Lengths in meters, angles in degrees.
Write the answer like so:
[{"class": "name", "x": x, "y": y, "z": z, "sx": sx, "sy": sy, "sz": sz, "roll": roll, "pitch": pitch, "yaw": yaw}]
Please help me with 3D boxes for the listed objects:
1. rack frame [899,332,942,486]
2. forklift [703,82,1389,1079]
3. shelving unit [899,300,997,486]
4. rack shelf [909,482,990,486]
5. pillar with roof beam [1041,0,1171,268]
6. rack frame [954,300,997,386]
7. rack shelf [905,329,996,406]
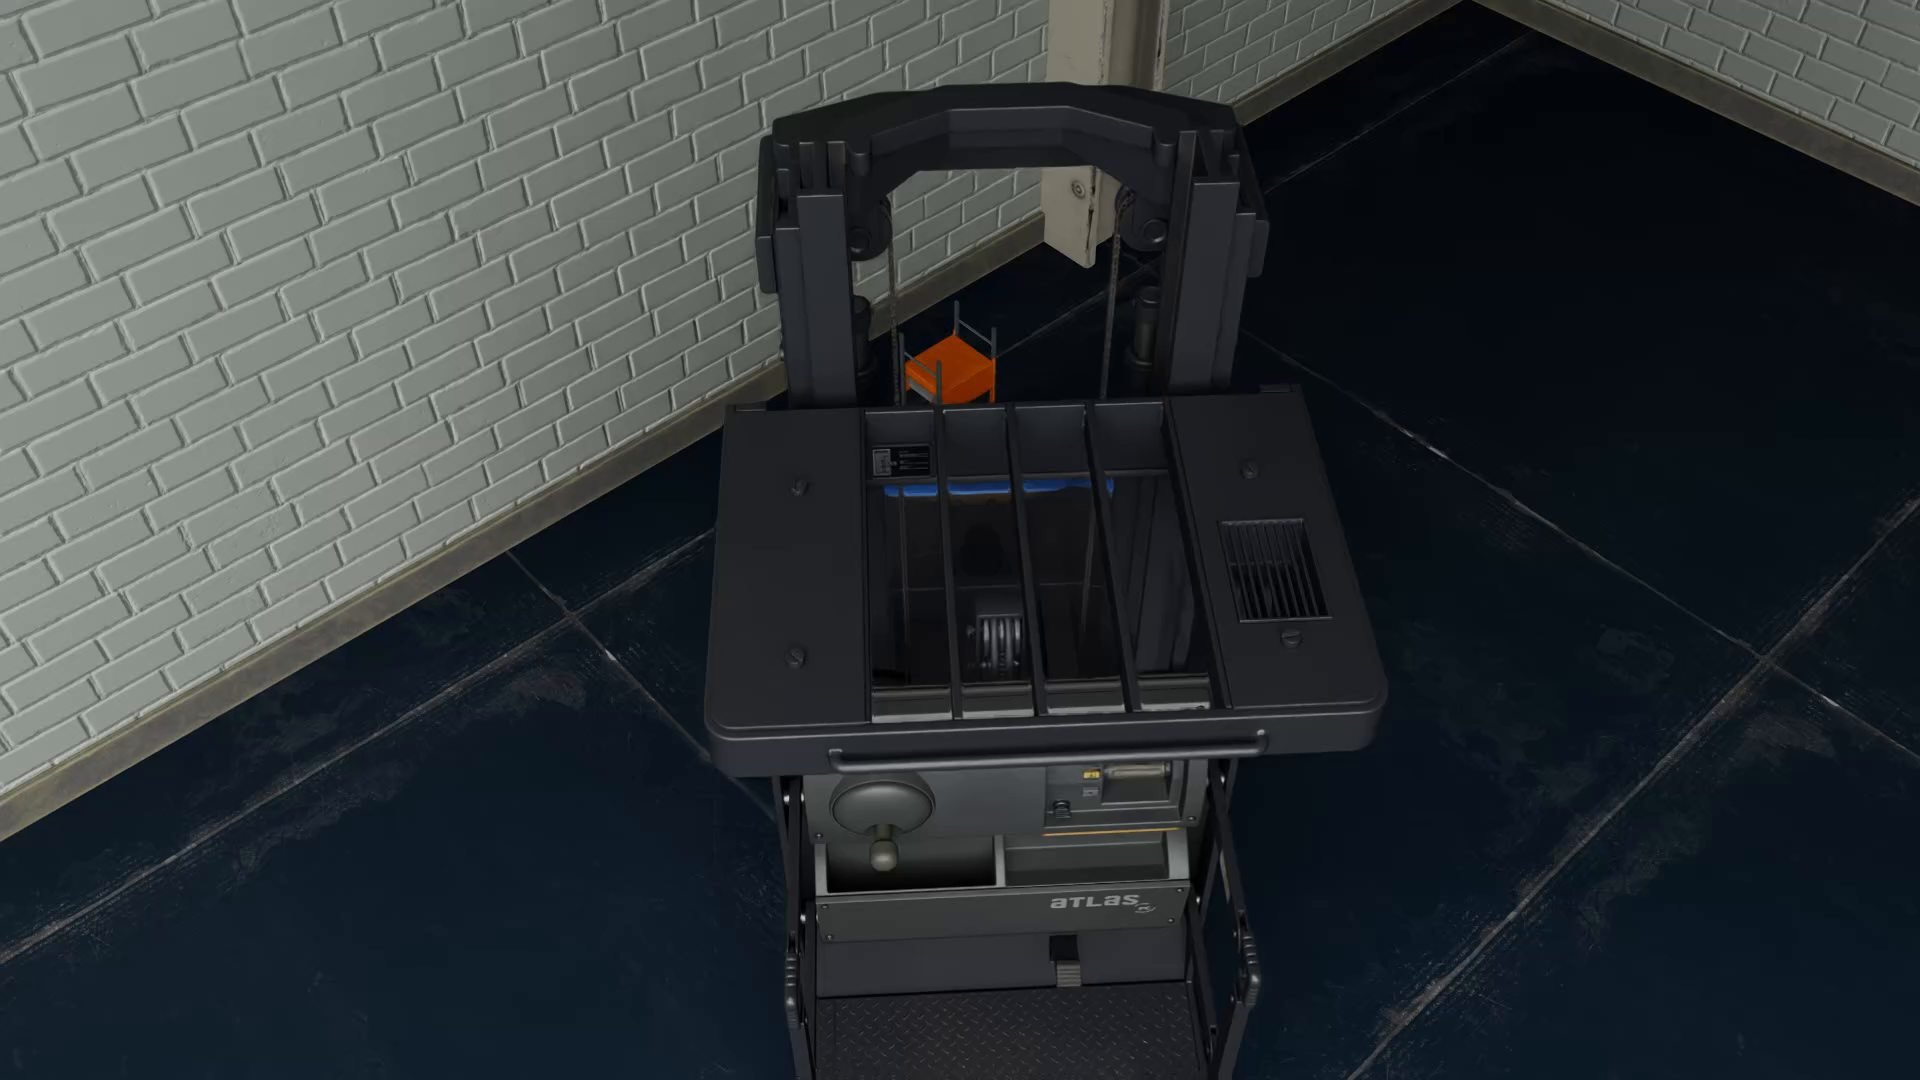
[{"class": "rack frame", "x": -0.130, "y": -0.269, "z": 5.784, "sx": 0.008, "sy": 1.050, "sz": 0.200, "roll": -34, "pitch": 56, "yaw": -27}, {"class": "forklift", "x": 0.118, "y": 0.646, "z": 3.660, "sx": 1.130, "sy": 2.935, "sz": 3.031, "roll": -2, "pitch": 47, "yaw": -2}, {"class": "shelving unit", "x": -0.040, "y": -0.330, "z": 5.840, "sx": 0.252, "sy": 1.050, "sz": 0.215, "roll": -34, "pitch": 56, "yaw": -27}, {"class": "rack shelf", "x": -0.040, "y": -0.134, "z": 6.052, "sx": 0.240, "sy": 0.259, "sz": 0.215, "roll": -34, "pitch": 56, "yaw": -27}, {"class": "pillar with roof beam", "x": 3.500, "y": -2.092, "z": 2.057, "sx": 0.400, "sy": 9.000, "sz": 9.100, "roll": -34, "pitch": 56, "yaw": -27}, {"class": "rack frame", "x": 0.051, "y": -0.390, "z": 5.895, "sx": 0.008, "sy": 1.050, "sz": 0.200, "roll": -34, "pitch": 56, "yaw": -27}, {"class": "rack shelf", "x": -0.040, "y": -0.515, "z": 5.639, "sx": 0.240, "sy": 0.259, "sz": 0.215, "roll": -34, "pitch": 56, "yaw": -27}]
